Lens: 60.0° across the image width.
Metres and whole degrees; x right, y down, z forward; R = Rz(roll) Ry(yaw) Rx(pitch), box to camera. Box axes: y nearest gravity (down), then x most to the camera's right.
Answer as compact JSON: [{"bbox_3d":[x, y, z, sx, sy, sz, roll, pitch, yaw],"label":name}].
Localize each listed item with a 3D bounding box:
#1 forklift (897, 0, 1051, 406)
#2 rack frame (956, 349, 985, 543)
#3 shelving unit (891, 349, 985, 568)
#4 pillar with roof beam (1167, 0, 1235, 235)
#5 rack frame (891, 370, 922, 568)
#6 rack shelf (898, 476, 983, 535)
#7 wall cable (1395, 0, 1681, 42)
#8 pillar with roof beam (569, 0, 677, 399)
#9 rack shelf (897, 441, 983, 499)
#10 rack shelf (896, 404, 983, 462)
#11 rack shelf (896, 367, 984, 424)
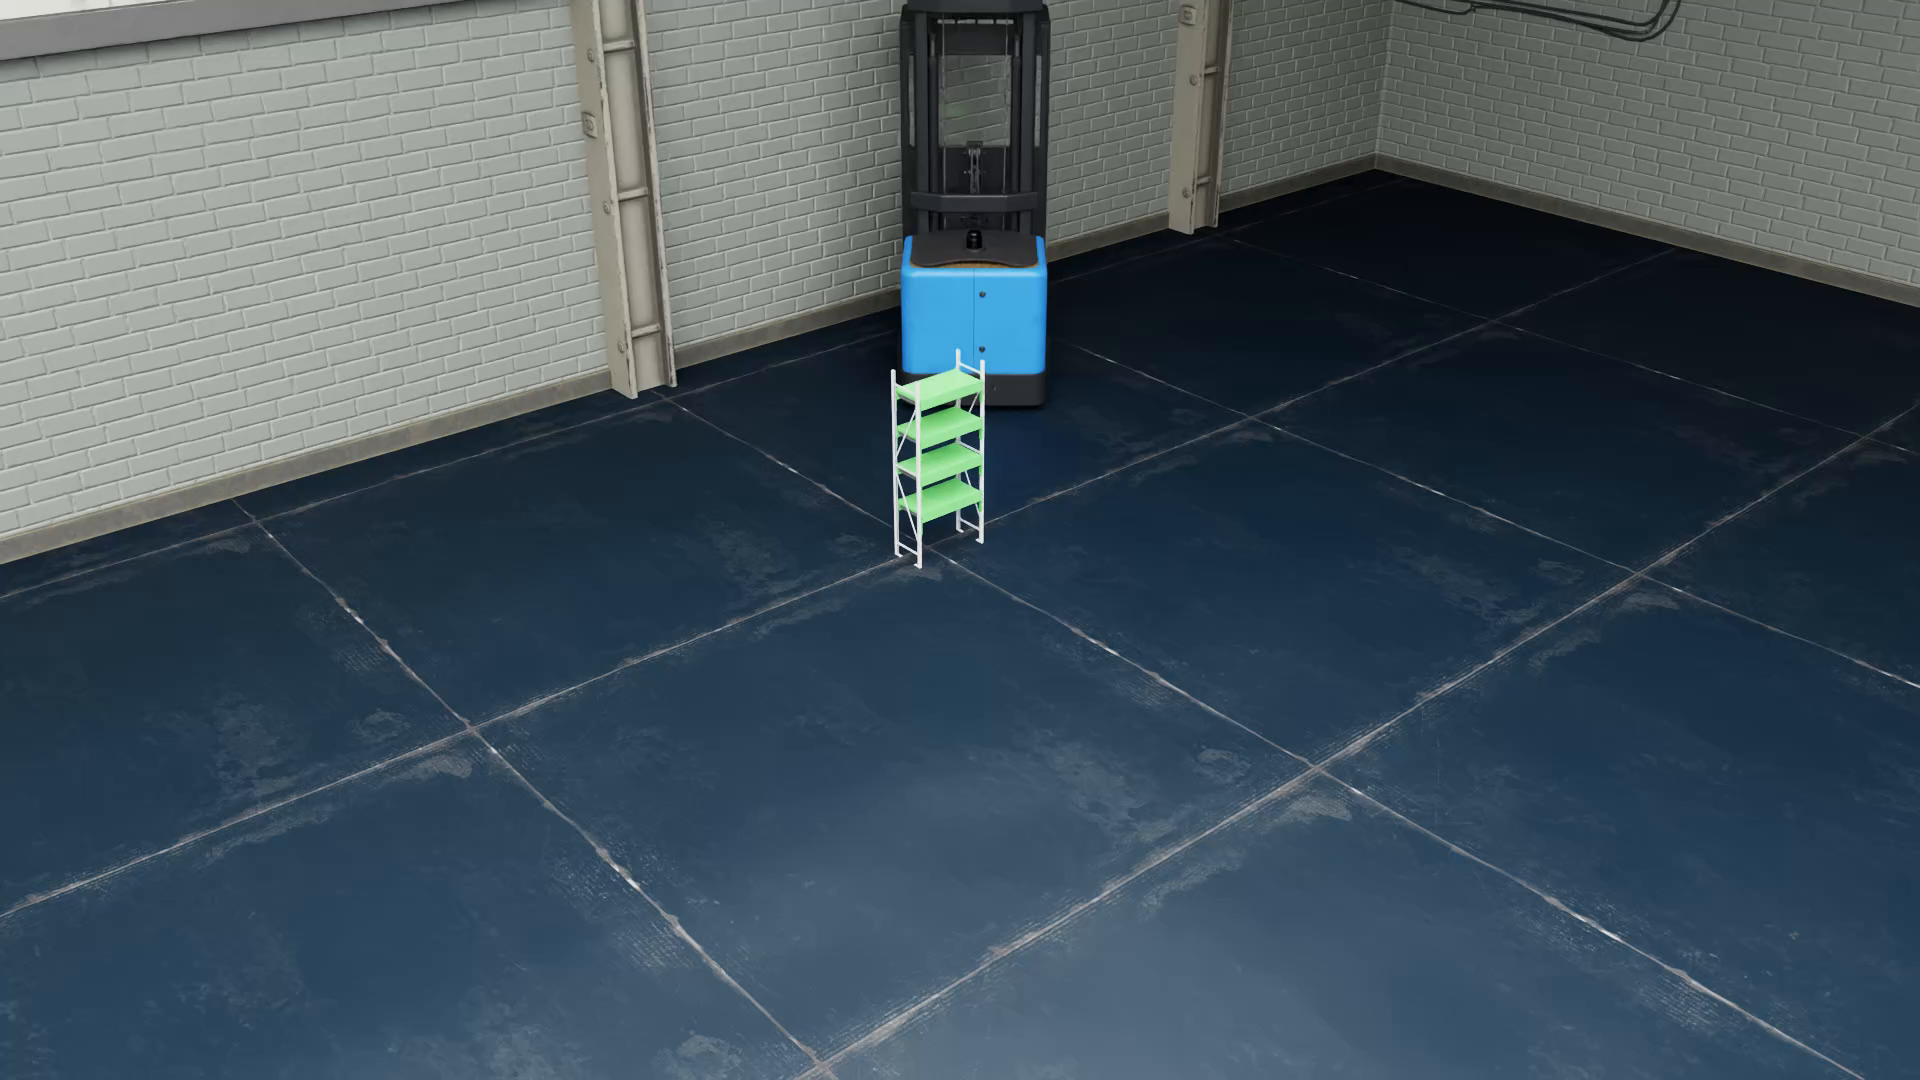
[{"bbox_3d":[0.109,-2.905,12.576,1.130,2.935,3.031,0,28,0],"label":"forklift"},{"bbox_3d":[0.060,-0.553,10.012,0.015,1.200,0.240,-22,35,-35],"label":"rack frame"},{"bbox_3d":[-0.126,-0.479,9.872,0.503,1.200,0.258,-22,35,-35],"label":"shelving unit"},{"bbox_3d":[5.003,-5.408,10.822,0.400,9.000,9.100,-22,35,-35],"label":"pillar with roof beam"},{"bbox_3d":[-0.312,-0.404,9.733,0.015,1.200,0.240,-22,35,-35],"label":"rack frame"},{"bbox_3d":[-0.126,-0.211,10.016,0.480,0.148,0.258,-22,35,-35],"label":"rack shelf"},{"bbox_3d":[5.308,-6.009,15.242,0.112,2.526,3.097,-22,35,-35],"label":"wall cable"},{"bbox_3d":[0.438,-3.573,7.388,0.400,9.000,9.100,-22,35,-35],"label":"pillar with roof beam"},{"bbox_3d":[-0.126,-0.422,9.903,0.480,0.148,0.258,-22,35,-35],"label":"rack shelf"},{"bbox_3d":[-0.126,-0.634,9.789,0.480,0.148,0.258,-22,35,-35],"label":"rack shelf"},{"bbox_3d":[-0.126,-0.846,9.676,0.480,0.148,0.258,-22,35,-35],"label":"rack shelf"}]
